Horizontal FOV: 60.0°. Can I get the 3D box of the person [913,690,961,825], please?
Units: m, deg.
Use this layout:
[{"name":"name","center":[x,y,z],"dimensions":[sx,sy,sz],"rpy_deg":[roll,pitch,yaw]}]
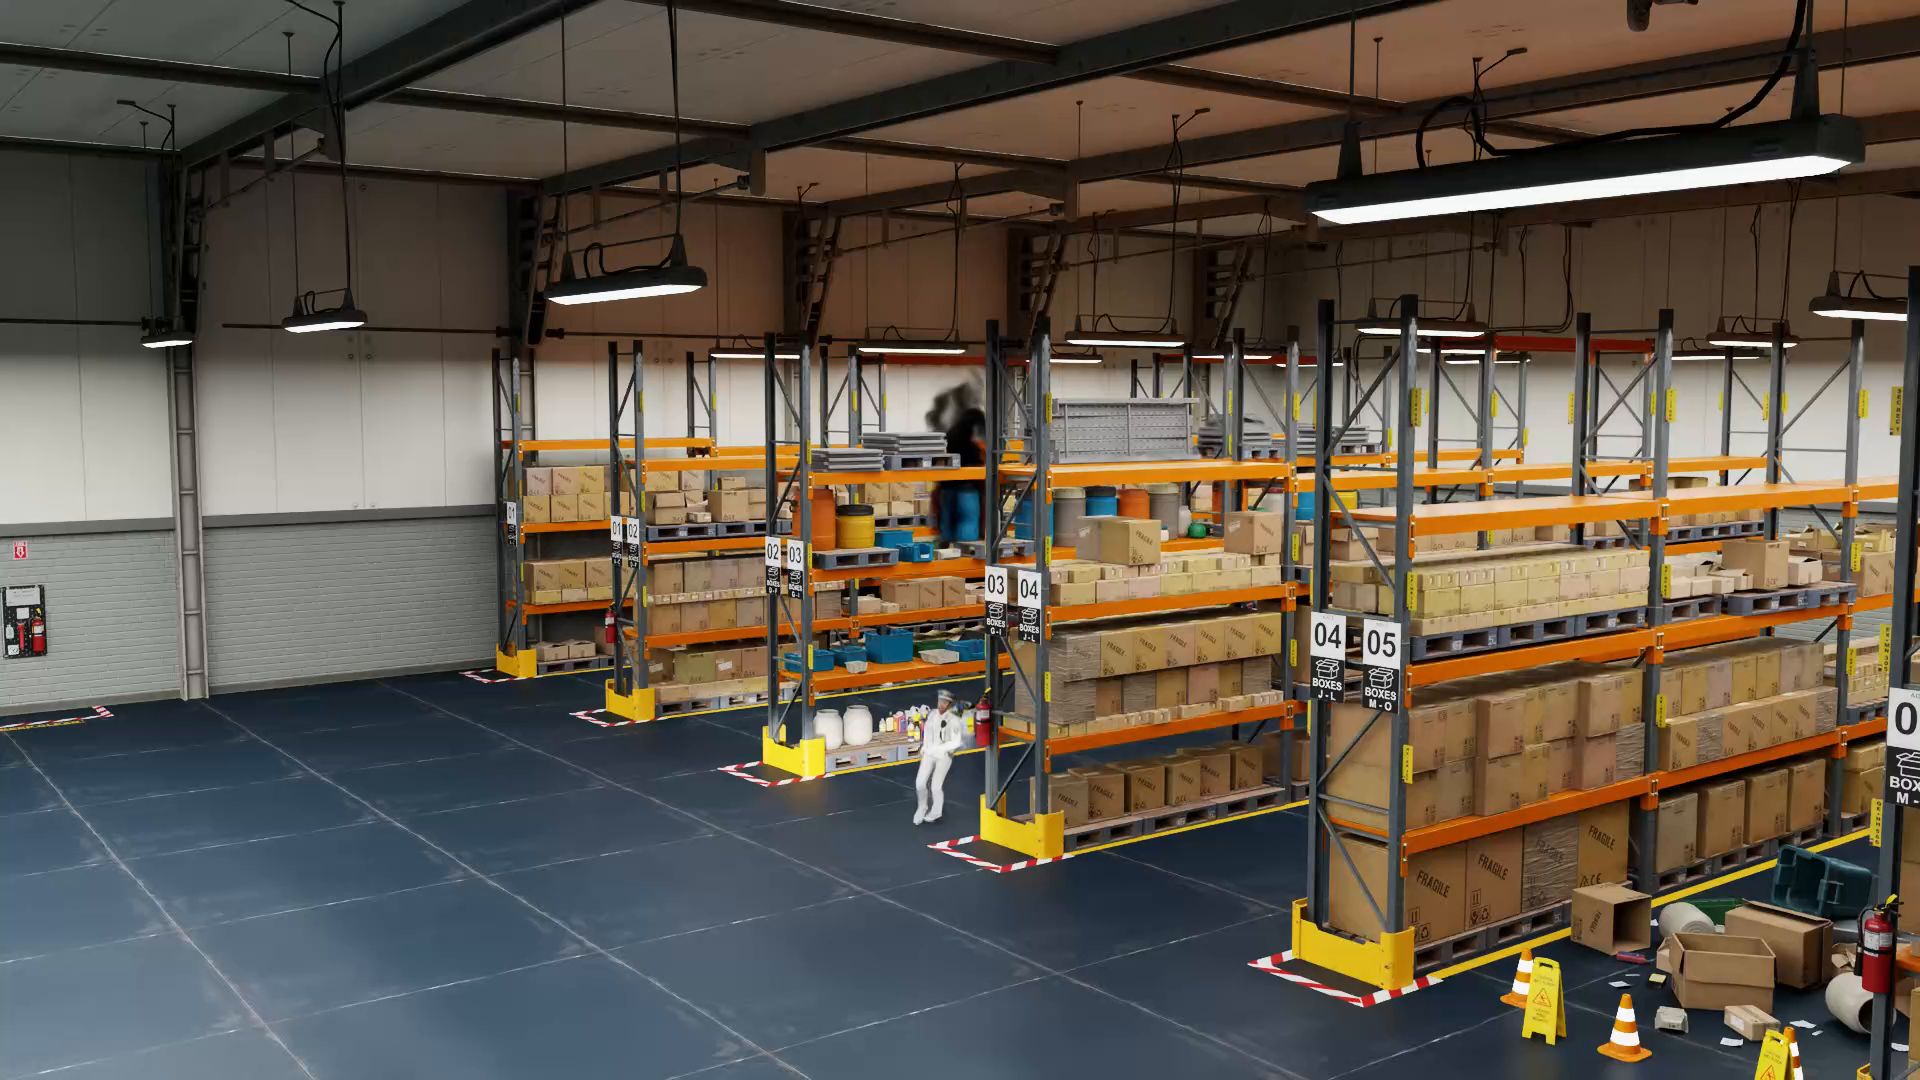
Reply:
[{"name":"person","center":[-0.269,2.602,19.873],"dimensions":[0.636,1.671,0.586],"rpy_deg":[2,6,26]}]
